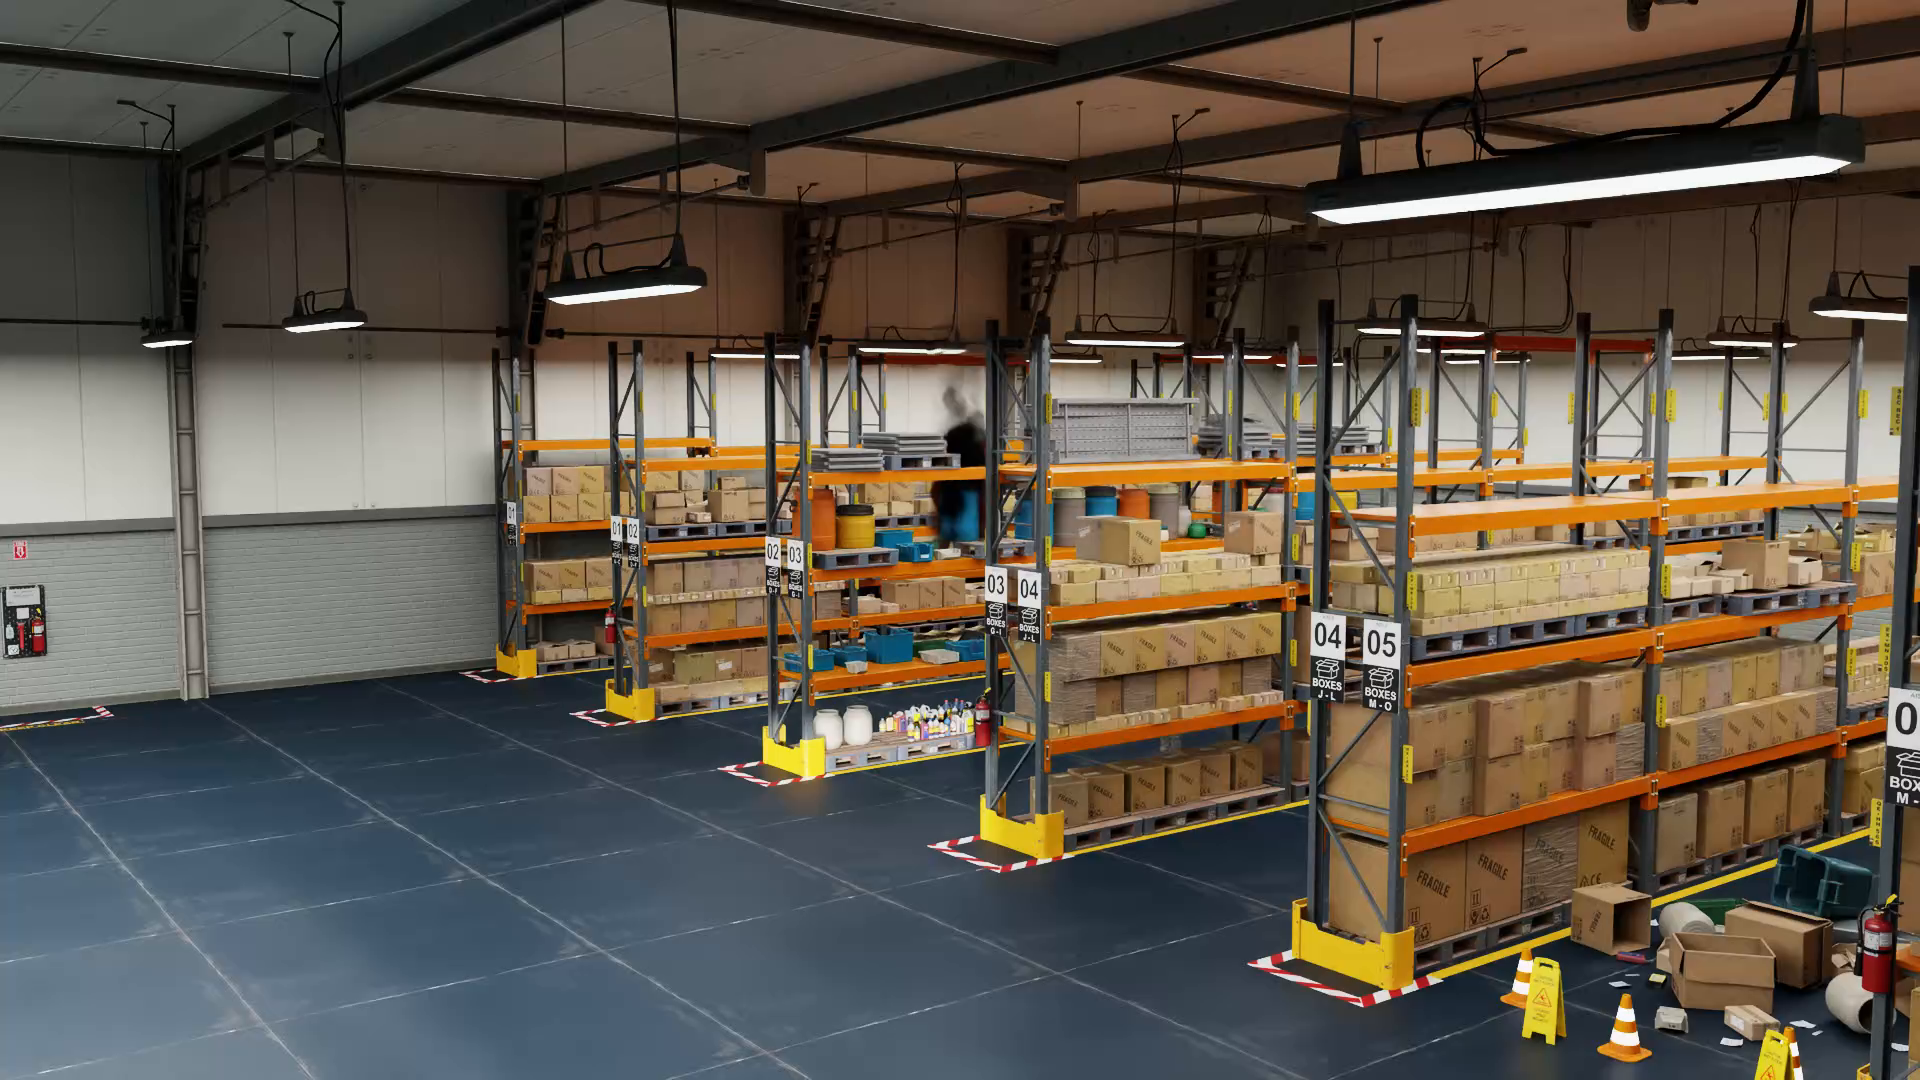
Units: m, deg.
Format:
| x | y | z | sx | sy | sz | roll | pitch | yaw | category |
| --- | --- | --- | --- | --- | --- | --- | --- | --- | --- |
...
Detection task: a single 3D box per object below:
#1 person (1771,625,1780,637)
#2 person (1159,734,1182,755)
| x | y | z | sx | sy | sz | roll | pitch | yaw | category |
| --- | --- | --- | --- | --- | --- | --- | --- | --- | --- |
| 12.479 | 2.093 | 25.522 | 0.654 | 1.681 | 0.738 | 5 | 7 | 42 | person |
| 2.722 | 2.057 | 22.326 | 0.733 | 1.890 | 0.653 | -4 | 6 | -36 | person |
